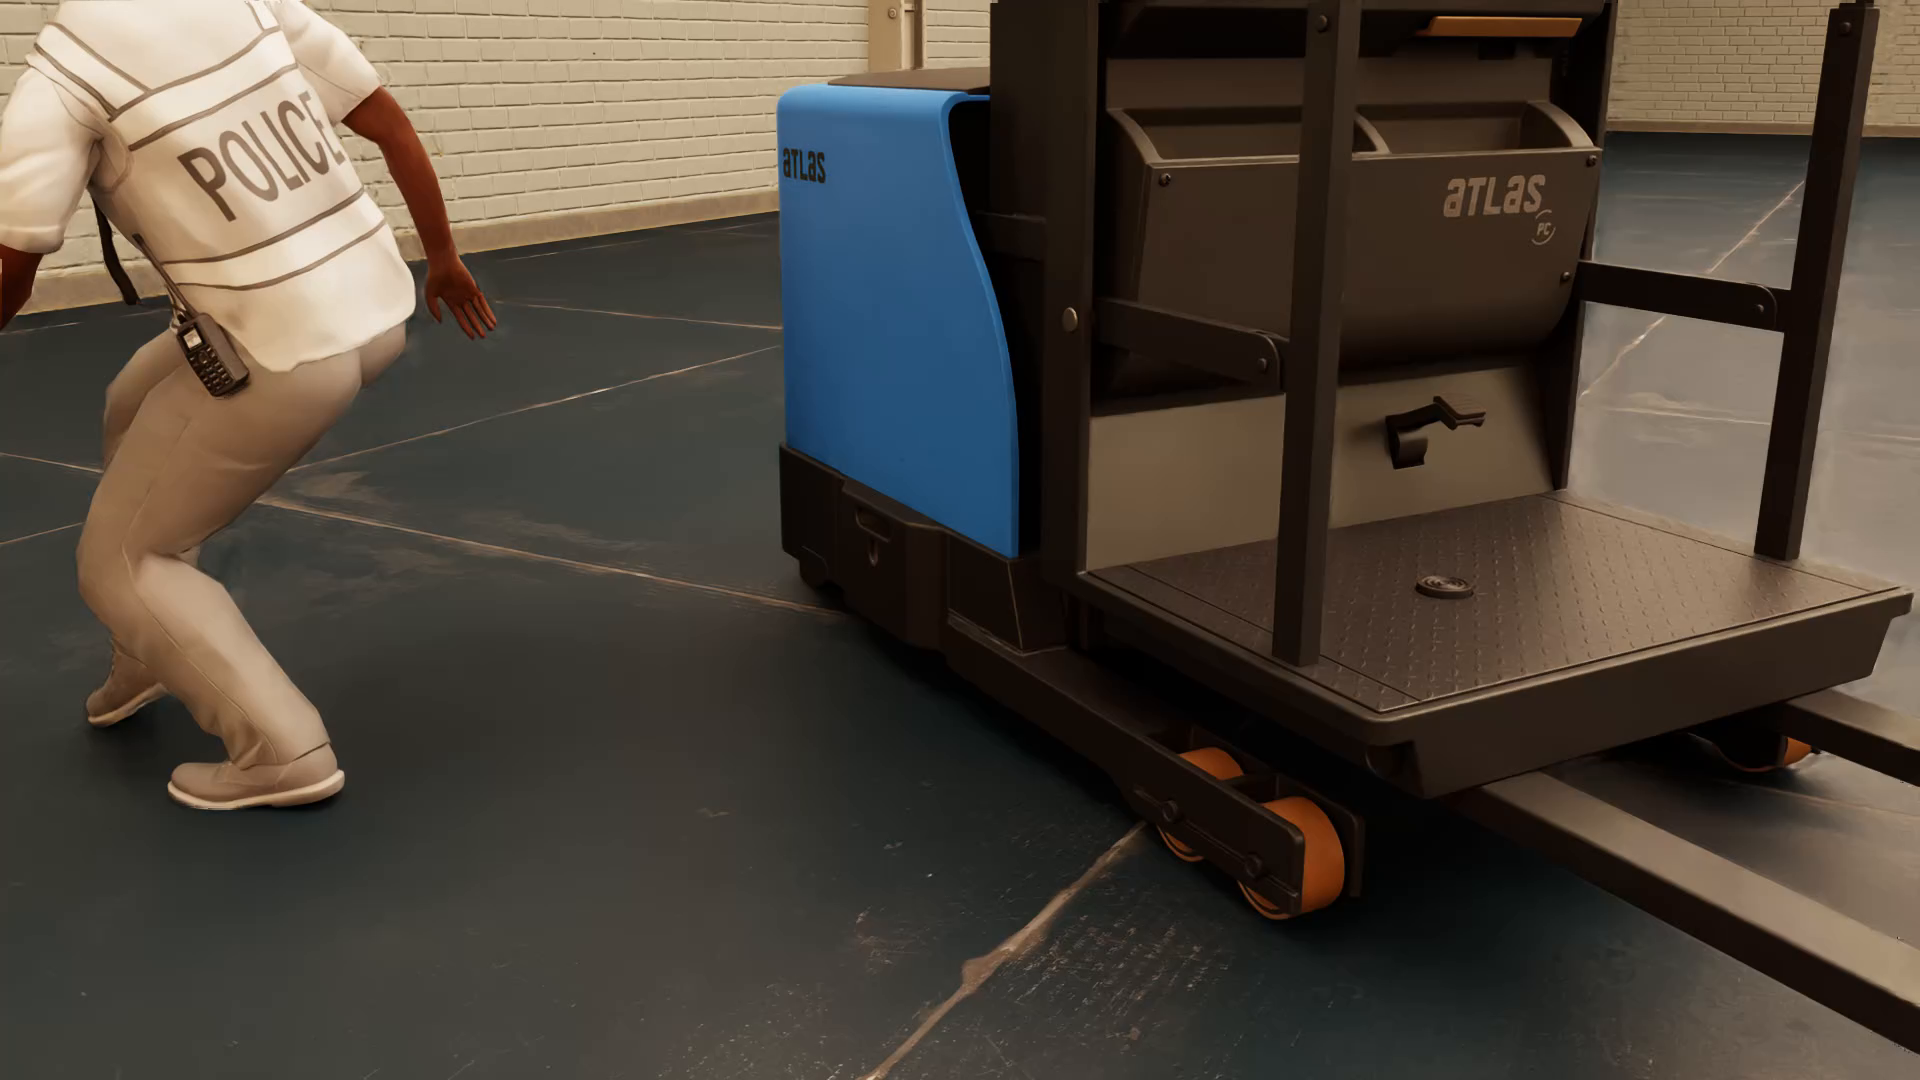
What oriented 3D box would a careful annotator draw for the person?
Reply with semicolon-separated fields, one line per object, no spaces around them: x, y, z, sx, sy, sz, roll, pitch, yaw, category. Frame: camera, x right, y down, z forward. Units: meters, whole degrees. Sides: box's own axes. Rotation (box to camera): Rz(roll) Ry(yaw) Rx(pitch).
-1.226;-0.352;2.663;0.722;1.489;0.683;5;17;15;person

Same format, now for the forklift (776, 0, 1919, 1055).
0.752;-1.032;2.358;1.130;2.935;3.031;-9;19;-28;forklift
